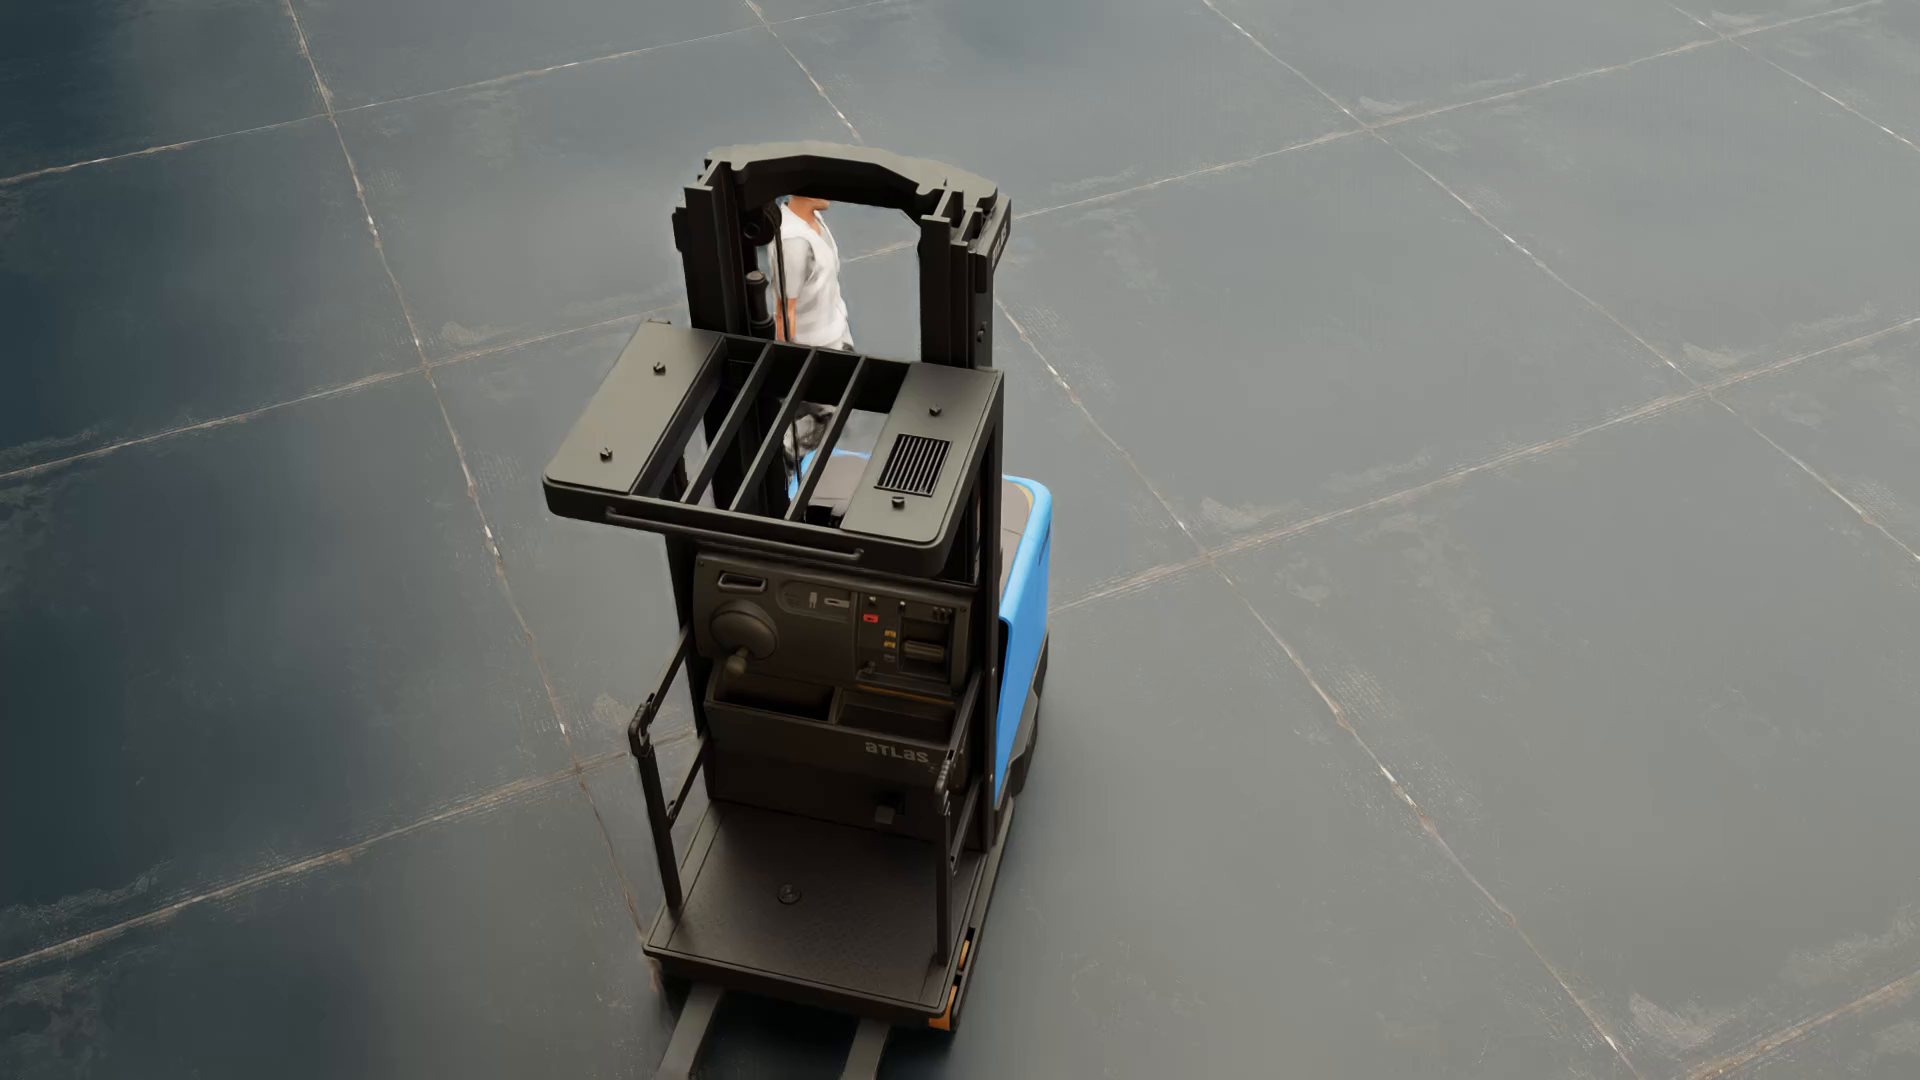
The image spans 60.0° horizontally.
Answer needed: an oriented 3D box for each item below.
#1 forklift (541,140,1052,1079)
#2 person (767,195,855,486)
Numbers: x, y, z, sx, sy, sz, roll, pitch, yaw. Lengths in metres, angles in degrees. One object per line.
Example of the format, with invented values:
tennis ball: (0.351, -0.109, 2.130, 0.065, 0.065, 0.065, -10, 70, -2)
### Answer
forklift: (-0.473, 0.383, 5.269, 1.130, 2.935, 3.031, 9, 44, 10)
person: (-0.751, -0.952, 7.602, 0.496, 1.702, 0.894, 2, 43, 2)
